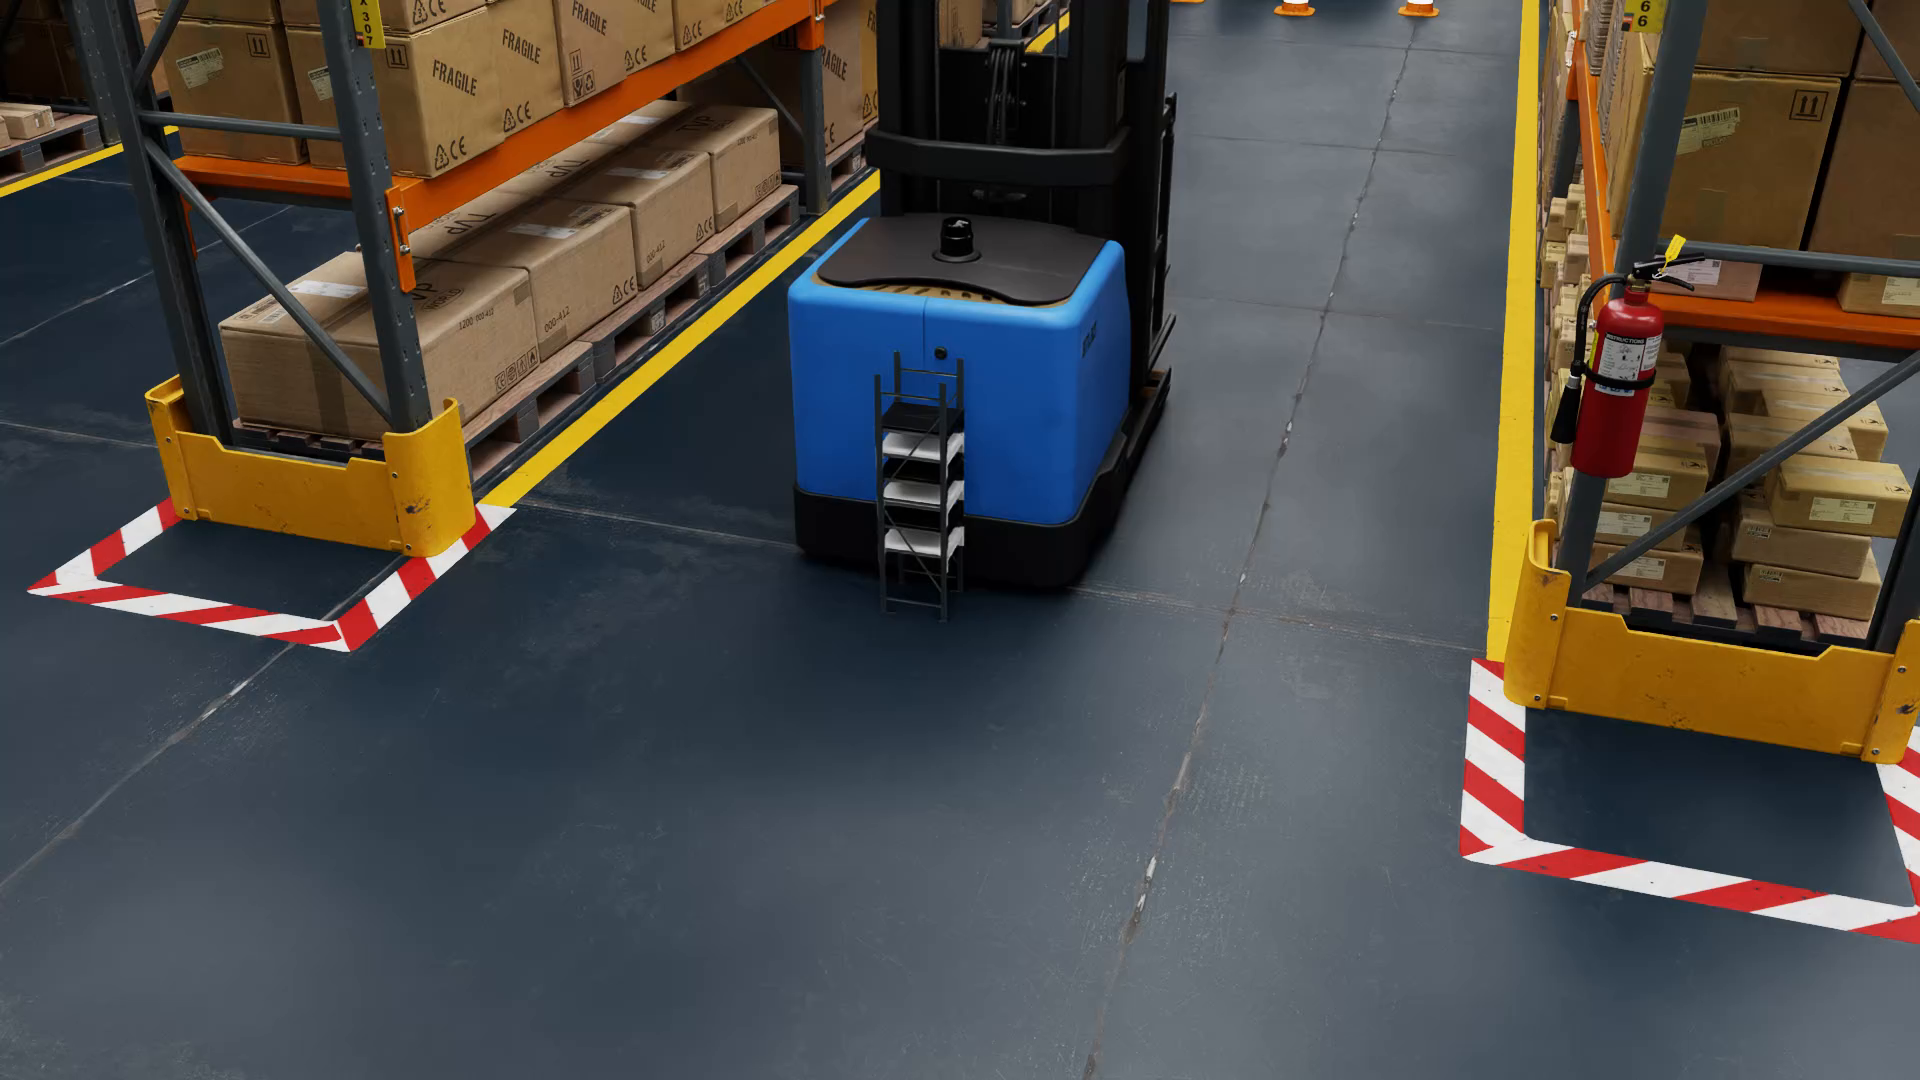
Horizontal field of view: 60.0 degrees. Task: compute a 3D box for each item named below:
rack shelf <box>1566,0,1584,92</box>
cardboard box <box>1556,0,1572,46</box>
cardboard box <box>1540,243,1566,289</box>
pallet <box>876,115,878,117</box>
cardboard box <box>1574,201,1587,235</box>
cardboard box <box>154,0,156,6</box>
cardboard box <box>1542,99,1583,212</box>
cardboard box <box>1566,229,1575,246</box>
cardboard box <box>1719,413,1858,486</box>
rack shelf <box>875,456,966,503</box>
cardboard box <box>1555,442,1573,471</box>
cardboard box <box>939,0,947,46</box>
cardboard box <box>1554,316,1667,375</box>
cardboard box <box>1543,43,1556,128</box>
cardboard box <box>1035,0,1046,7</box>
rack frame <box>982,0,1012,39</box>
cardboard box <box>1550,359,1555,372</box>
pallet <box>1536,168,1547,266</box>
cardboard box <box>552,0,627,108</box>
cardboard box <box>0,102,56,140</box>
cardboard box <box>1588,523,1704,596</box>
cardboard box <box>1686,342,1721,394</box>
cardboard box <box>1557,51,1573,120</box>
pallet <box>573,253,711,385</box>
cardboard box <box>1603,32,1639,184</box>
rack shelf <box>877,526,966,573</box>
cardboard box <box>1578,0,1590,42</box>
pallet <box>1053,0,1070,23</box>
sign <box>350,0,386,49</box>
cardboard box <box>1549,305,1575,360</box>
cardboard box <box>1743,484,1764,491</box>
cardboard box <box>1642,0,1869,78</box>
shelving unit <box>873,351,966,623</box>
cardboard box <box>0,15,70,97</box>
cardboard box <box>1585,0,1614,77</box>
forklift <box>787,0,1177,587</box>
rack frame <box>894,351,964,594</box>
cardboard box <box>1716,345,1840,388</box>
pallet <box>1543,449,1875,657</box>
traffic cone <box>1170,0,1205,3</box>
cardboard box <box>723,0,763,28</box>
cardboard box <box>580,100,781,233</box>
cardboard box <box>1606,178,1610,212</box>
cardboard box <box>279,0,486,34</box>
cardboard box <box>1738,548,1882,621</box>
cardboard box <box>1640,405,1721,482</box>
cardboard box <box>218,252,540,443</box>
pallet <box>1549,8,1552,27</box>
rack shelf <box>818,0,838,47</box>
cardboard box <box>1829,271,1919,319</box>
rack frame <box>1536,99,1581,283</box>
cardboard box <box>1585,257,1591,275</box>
[{"bbox_3d":[4.084,-3.225,9.701,1.077,0.370,4.000,8,30,15],"label":"rack shelf"},{"bbox_3d":[3.931,-3.138,10.173,0.500,0.250,0.500,9,30,15],"label":"cardboard box"},{"bbox_3d":[3.005,-1.300,8.003,0.380,0.149,0.250,9,30,16],"label":"cardboard box"},{"bbox_3d":[-0.754,-2.989,11.405,1.003,0.211,1.213,8,30,15],"label":"pallet"},{"bbox_3d":[3.034,-1.433,7.629,0.380,0.149,0.250,8,30,14],"label":"cardboard box"},{"bbox_3d":[-5.579,-3.740,11.359,0.380,0.149,0.250,7,30,12],"label":"cardboard box"},{"bbox_3d":[3.474,-2.081,9.044,0.500,0.500,0.500,8,30,14],"label":"cardboard box"},{"bbox_3d":[3.097,-1.424,7.919,0.380,0.149,0.250,9,30,15],"label":"cardboard box"},{"bbox_3d":[2.768,-0.289,5.572,0.380,0.149,0.250,9,30,16],"label":"cardboard box"},{"bbox_3d":[-0.132,-0.220,5.604,0.258,0.077,0.200,8,30,14],"label":"rack shelf"},{"bbox_3d":[2.356,-0.346,5.981,0.380,0.149,0.250,7,30,13],"label":"cardboard box"},{"bbox_3d":[-0.638,-3.660,11.497,0.875,0.875,0.875,9,30,15],"label":"cardboard box"},{"bbox_3d":[2.482,-0.722,6.351,0.380,0.149,0.250,10,31,17],"label":"cardboard box"},{"bbox_3d":[3.930,-2.794,10.326,0.500,0.500,0.500,8,30,14],"label":"cardboard box"},{"bbox_3d":[0.294,-4.768,14.007,0.950,0.372,0.625,8,30,14],"label":"cardboard box"},{"bbox_3d":[-0.090,-5.128,12.383,1.000,3.000,0.127,8,30,15],"label":"rack frame"},{"bbox_3d":[2.741,-0.815,7.131,0.380,0.149,0.250,8,30,14],"label":"cardboard box"},{"bbox_3d":[3.725,-1.753,9.184,1.003,0.211,1.213,8,30,15],"label":"pallet"},{"bbox_3d":[-1.735,-2.109,6.852,0.500,0.500,0.500,8,30,15],"label":"cardboard box"},{"bbox_3d":[-5.893,-2.613,10.361,0.380,0.149,0.250,8,30,13],"label":"cardboard box"},{"bbox_3d":[2.278,0.037,5.598,0.380,0.149,0.250,9,30,16],"label":"cardboard box"},{"bbox_3d":[3.050,-0.643,6.516,0.380,0.149,0.250,10,31,17],"label":"cardboard box"},{"bbox_3d":[3.474,-2.411,8.866,0.500,0.250,0.500,8,30,14],"label":"cardboard box"},{"bbox_3d":[-1.918,-1.139,8.081,1.003,0.211,1.213,8,30,15],"label":"pallet"},{"bbox_3d":[2.365,-1.409,5.288,0.500,0.500,0.500,8,30,14],"label":"cardboard box"},{"bbox_3d":[-0.132,0.016,5.735,0.258,0.077,0.200,8,30,14],"label":"rack shelf"},{"bbox_3d":[3.101,-2.415,7.764,0.380,0.149,0.250,10,31,17],"label":"cardboard box"},{"bbox_3d":[0.501,-4.837,14.729,1.003,0.211,1.213,8,30,15],"label":"pallet"},{"bbox_3d":[-1.910,-1.741,5.322,0.100,0.325,0.005,8,30,15],"label":"sign"},{"bbox_3d":[2.643,-0.837,6.864,0.380,0.149,0.250,9,30,15],"label":"cardboard box"},{"bbox_3d":[2.857,-0.145,5.619,0.380,0.149,0.250,8,30,15],"label":"cardboard box"},{"bbox_3d":[2.220,-1.610,4.621,0.500,0.500,0.500,8,30,14],"label":"cardboard box"},{"bbox_3d":[-0.132,-0.171,5.632,0.258,0.900,0.210,8,30,14],"label":"shelving unit"},{"bbox_3d":[-6.149,-3.337,11.303,0.500,0.500,0.500,8,30,15],"label":"cardboard box"},{"bbox_3d":[2.791,-2.129,6.583,0.500,0.500,0.500,8,30,14],"label":"cardboard box"},{"bbox_3d":[0.299,-1.819,6.506,1.130,2.935,3.031,8,30,14],"label":"forklift"},{"bbox_3d":[-0.104,-0.218,5.717,0.240,0.900,0.006,8,30,14],"label":"rack frame"},{"bbox_3d":[3.048,-0.642,6.207,0.380,0.149,0.250,10,31,17],"label":"cardboard box"},{"bbox_3d":[2.618,0.060,5.925,1.003,0.211,1.213,8,30,15],"label":"pallet"},{"bbox_3d":[2.058,-5.102,14.946,0.336,0.463,0.334,8,30,15],"label":"traffic cone"},{"bbox_3d":[-1.302,-2.821,8.132,0.500,0.500,0.500,8,30,14],"label":"cardboard box"},{"bbox_3d":[-1.551,-2.056,9.065,0.875,0.438,0.875,8,30,14],"label":"cardboard box"},{"bbox_3d":[2.370,-1.184,5.551,0.380,0.149,0.250,9,30,16],"label":"cardboard box"},{"bbox_3d":[-2.025,-2.073,5.760,0.500,0.500,0.500,8,30,14],"label":"cardboard box"},{"bbox_3d":[2.783,0.114,5.461,0.380,0.149,0.250,9,30,16],"label":"cardboard box"},{"bbox_3d":[2.365,-0.339,5.663,0.380,0.149,0.250,9,30,16],"label":"cardboard box"},{"bbox_3d":[-2.340,-0.795,6.797,0.875,0.438,0.875,7,30,13],"label":"cardboard box"},{"bbox_3d":[5.335,-4.171,13.530,1.003,0.211,1.213,8,30,15],"label":"pallet"},{"bbox_3d":[-0.677,-3.884,10.887,1.077,0.370,4.000,8,30,15],"label":"rack shelf"},{"bbox_3d":[2.732,-0.745,4.762,0.380,0.149,0.250,8,30,14],"label":"cardboard box"},{"bbox_3d":[3.497,-2.610,7.856,1.000,3.000,0.127,8,30,15],"label":"rack frame"},{"bbox_3d":[2.825,-1.063,6.964,0.380,0.149,0.250,7,30,13],"label":"cardboard box"}]
